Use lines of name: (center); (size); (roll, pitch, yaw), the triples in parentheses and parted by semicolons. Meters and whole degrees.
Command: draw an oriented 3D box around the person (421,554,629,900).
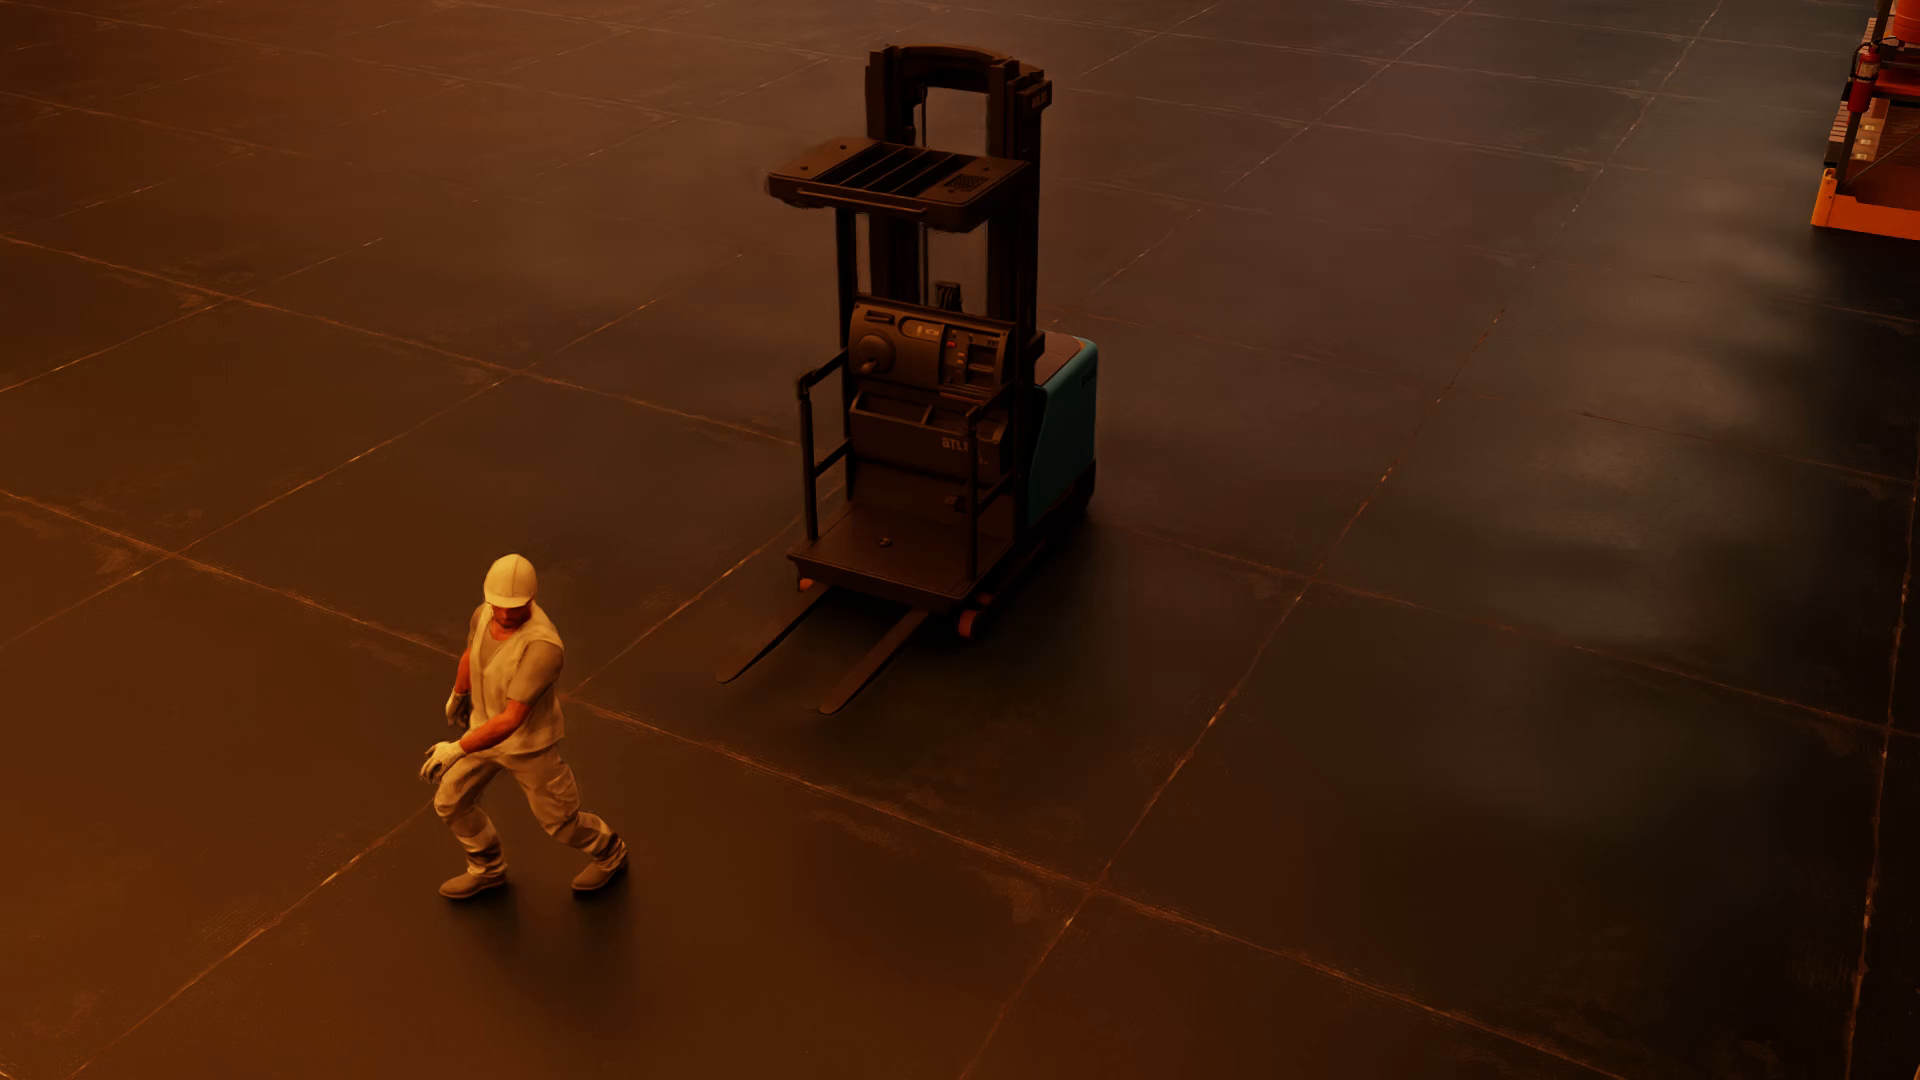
person: (-1.935, 0.810, 6.908); (0.722, 1.706, 0.815); (20, 35, 30)

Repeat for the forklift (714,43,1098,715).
forklift: (-0.266, -0.979, 8.766); (1.130, 2.935, 3.031); (14, 33, 22)
